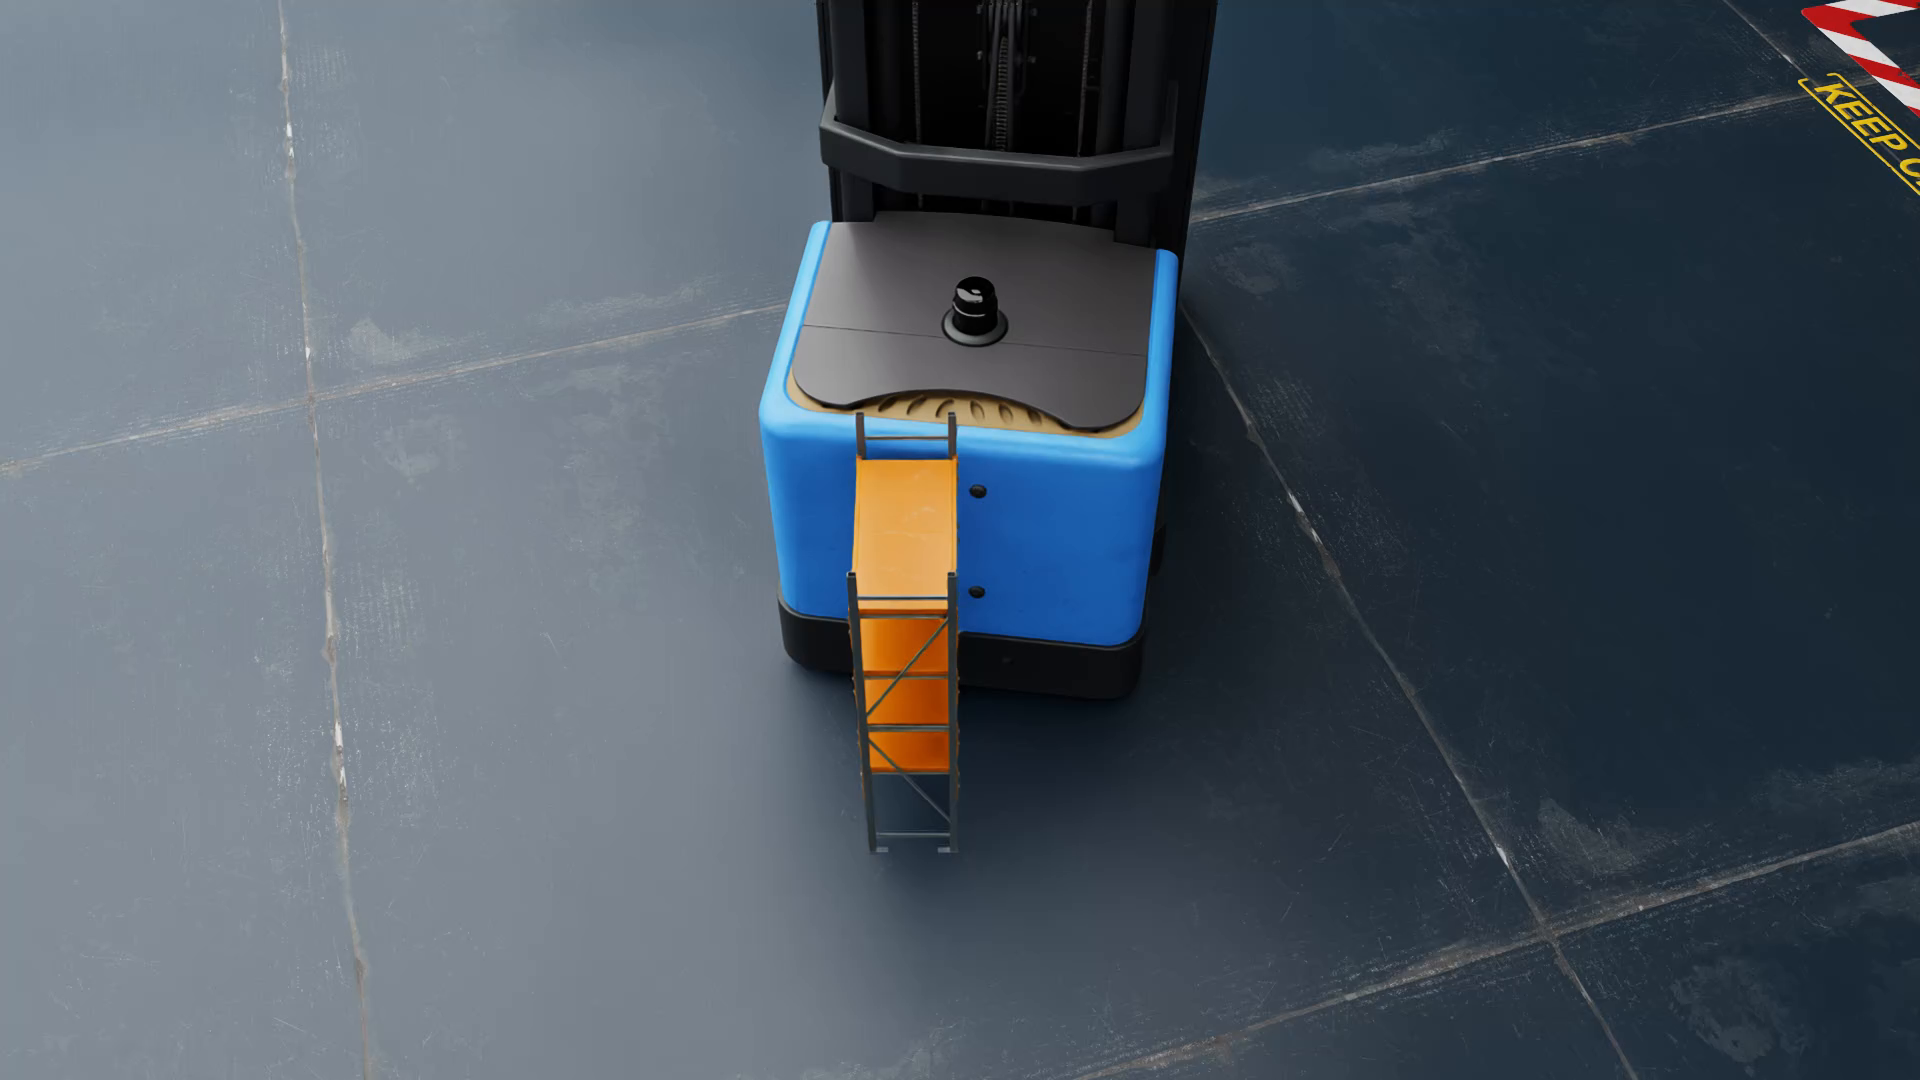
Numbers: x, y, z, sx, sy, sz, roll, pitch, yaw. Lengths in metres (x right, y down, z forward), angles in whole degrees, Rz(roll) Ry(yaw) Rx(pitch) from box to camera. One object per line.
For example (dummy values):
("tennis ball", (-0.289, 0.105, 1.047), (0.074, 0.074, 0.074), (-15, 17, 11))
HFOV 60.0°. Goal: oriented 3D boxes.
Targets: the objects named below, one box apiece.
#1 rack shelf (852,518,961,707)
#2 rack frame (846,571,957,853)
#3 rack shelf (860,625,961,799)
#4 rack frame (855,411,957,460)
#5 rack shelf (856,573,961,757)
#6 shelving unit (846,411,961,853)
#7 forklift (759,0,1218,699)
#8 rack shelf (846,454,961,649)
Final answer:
("rack shelf", (-0.128, 0.174, 4.114), (0.258, 0.148, 0.480), (0, 50, 0))
("rack frame", (-0.127, 0.461, 4.076), (0.240, 1.200, 0.015), (0, 50, 0))
("rack shelf", (-0.128, 0.446, 4.437), (0.258, 0.148, 0.480), (0, 50, 0))
("rack frame", (-0.128, 0.088, 4.391), (0.240, 1.200, 0.015), (0, 50, 0))
("rack shelf", (-0.128, 0.318, 4.285), (0.258, 0.148, 0.480), (0, 50, 0))
("shelving unit", (-0.128, 0.275, 4.234), (0.258, 1.200, 0.503), (0, 50, 0))
("forklift", (0.183, -1.631, 4.708), (1.130, 2.935, 3.031), (6, 50, 5))
("rack shelf", (-0.128, 0.021, 3.933), (0.258, 0.148, 0.480), (0, 50, 0))
